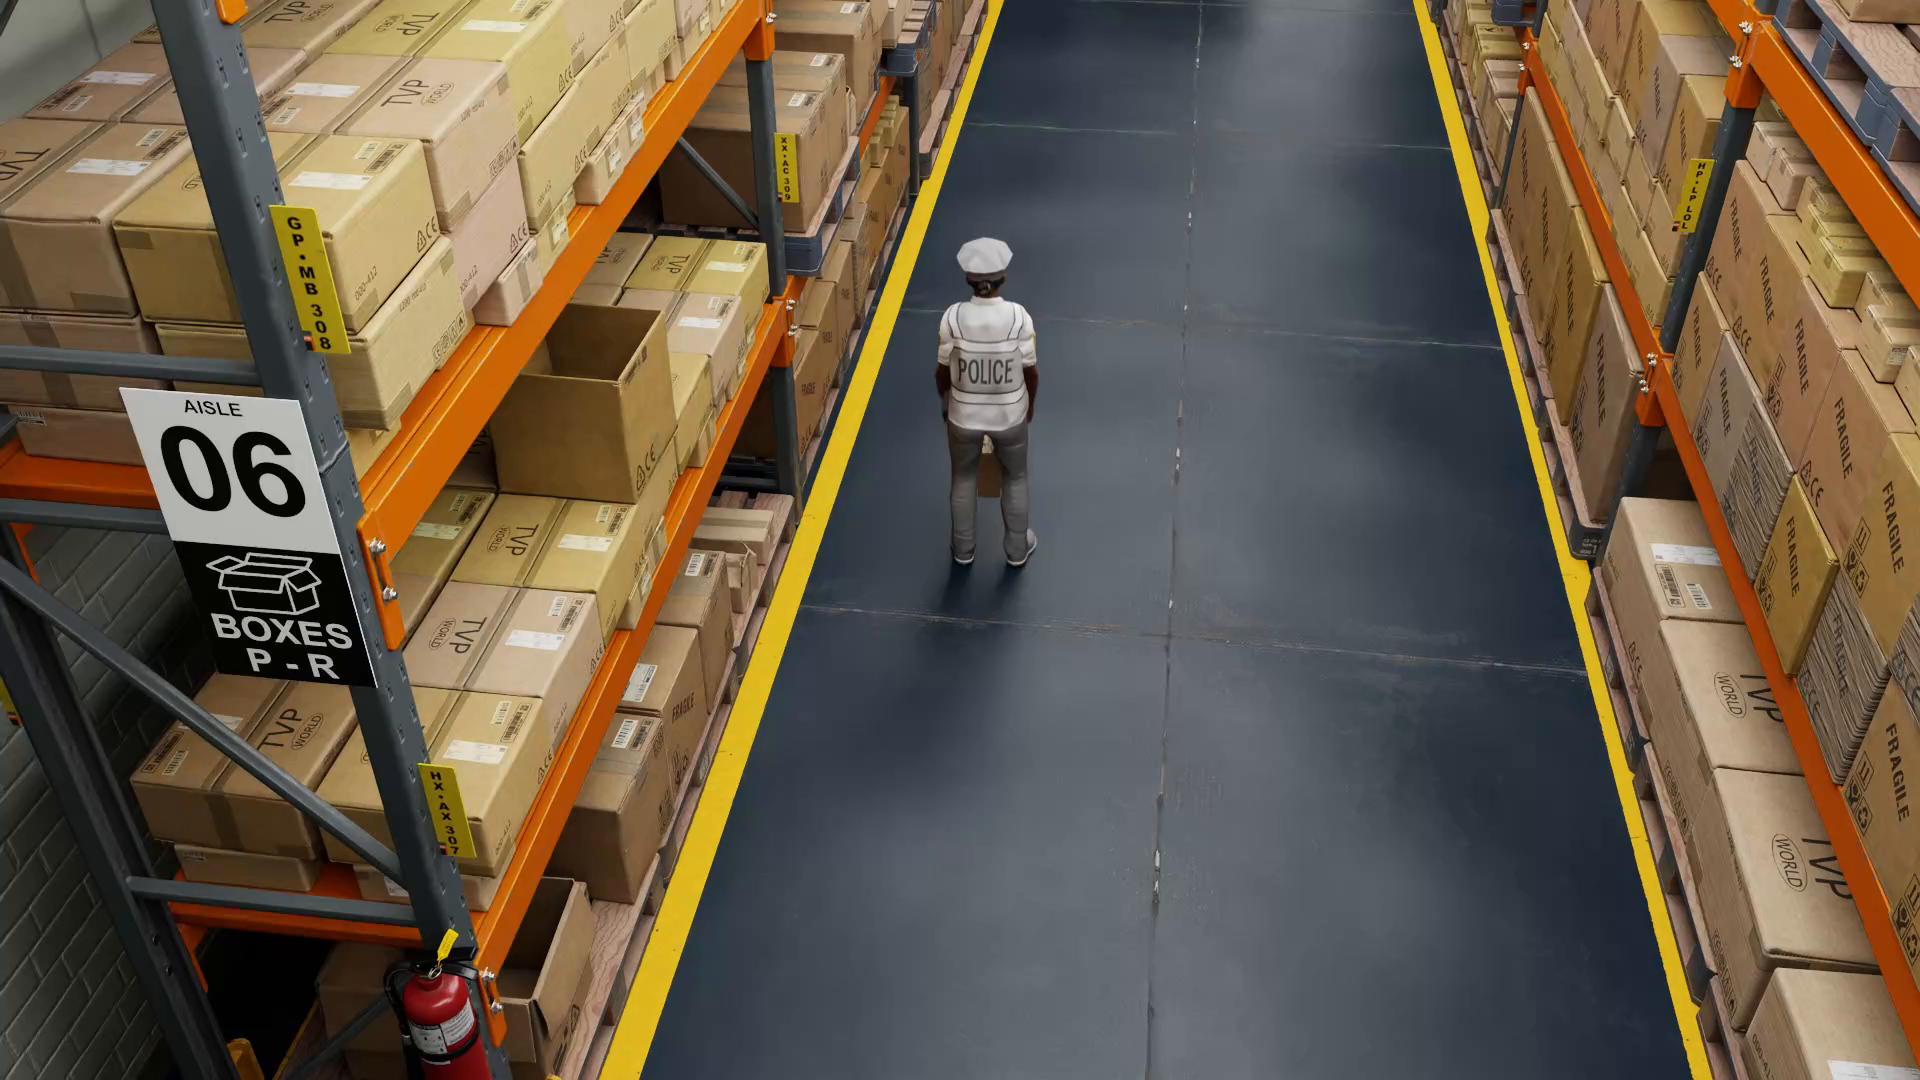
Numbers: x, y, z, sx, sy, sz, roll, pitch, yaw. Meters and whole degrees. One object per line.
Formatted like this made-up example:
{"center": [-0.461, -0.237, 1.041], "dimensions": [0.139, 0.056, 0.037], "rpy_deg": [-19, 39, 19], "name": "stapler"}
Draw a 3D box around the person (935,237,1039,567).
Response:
{"center": [0.135, -0.596, 7.842], "dimensions": [0.497, 1.667, 0.372], "rpy_deg": [2, 36, 3], "name": "person"}
